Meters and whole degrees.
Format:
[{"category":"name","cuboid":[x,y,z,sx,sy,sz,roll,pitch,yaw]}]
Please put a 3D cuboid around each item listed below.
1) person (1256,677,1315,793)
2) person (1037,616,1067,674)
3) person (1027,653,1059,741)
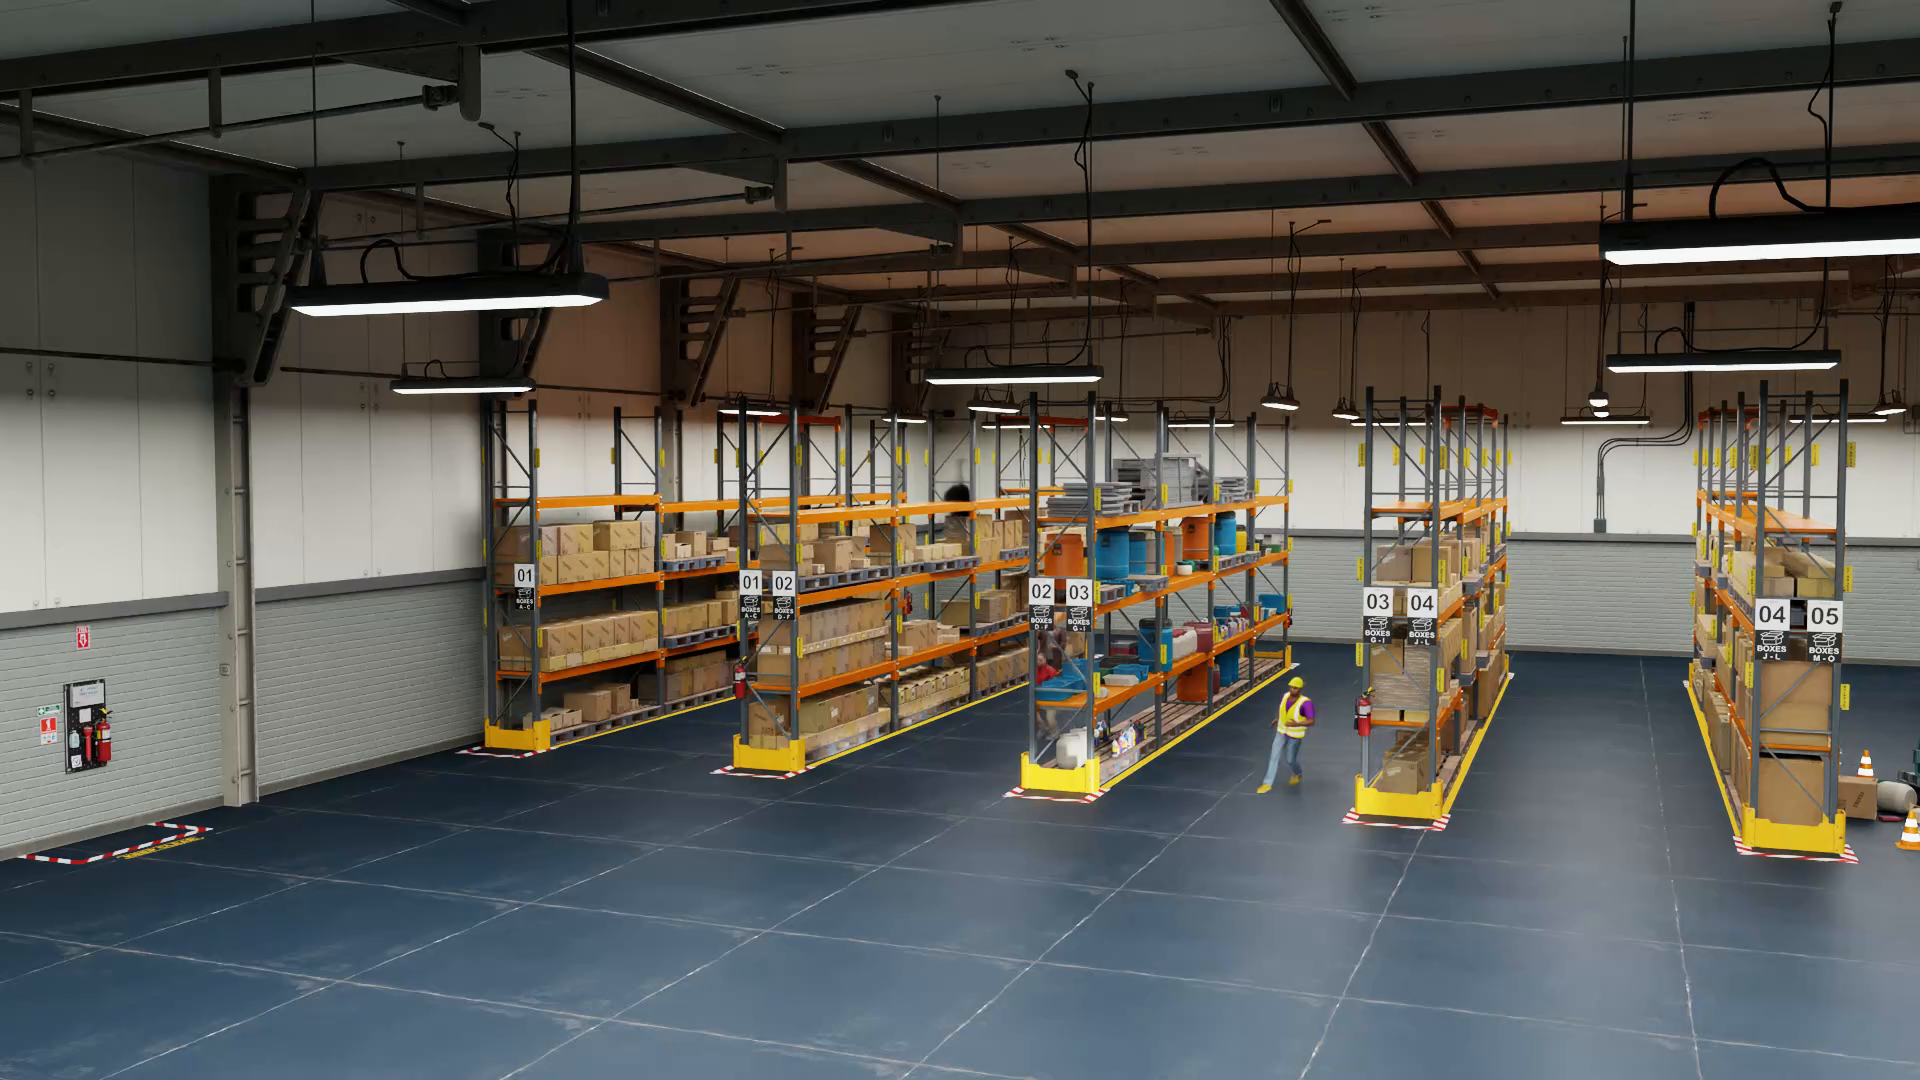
[{"category":"person","cuboid":[4.956,2.890,24.786,0.739,1.716,0.972,2,4,40]},{"category":"person","cuboid":[1.860,2.439,34.101,0.667,1.789,0.761,0,3,8]},{"category":"person","cuboid":[1.469,2.750,29.156,0.674,1.593,0.978,2,3,31]}]
